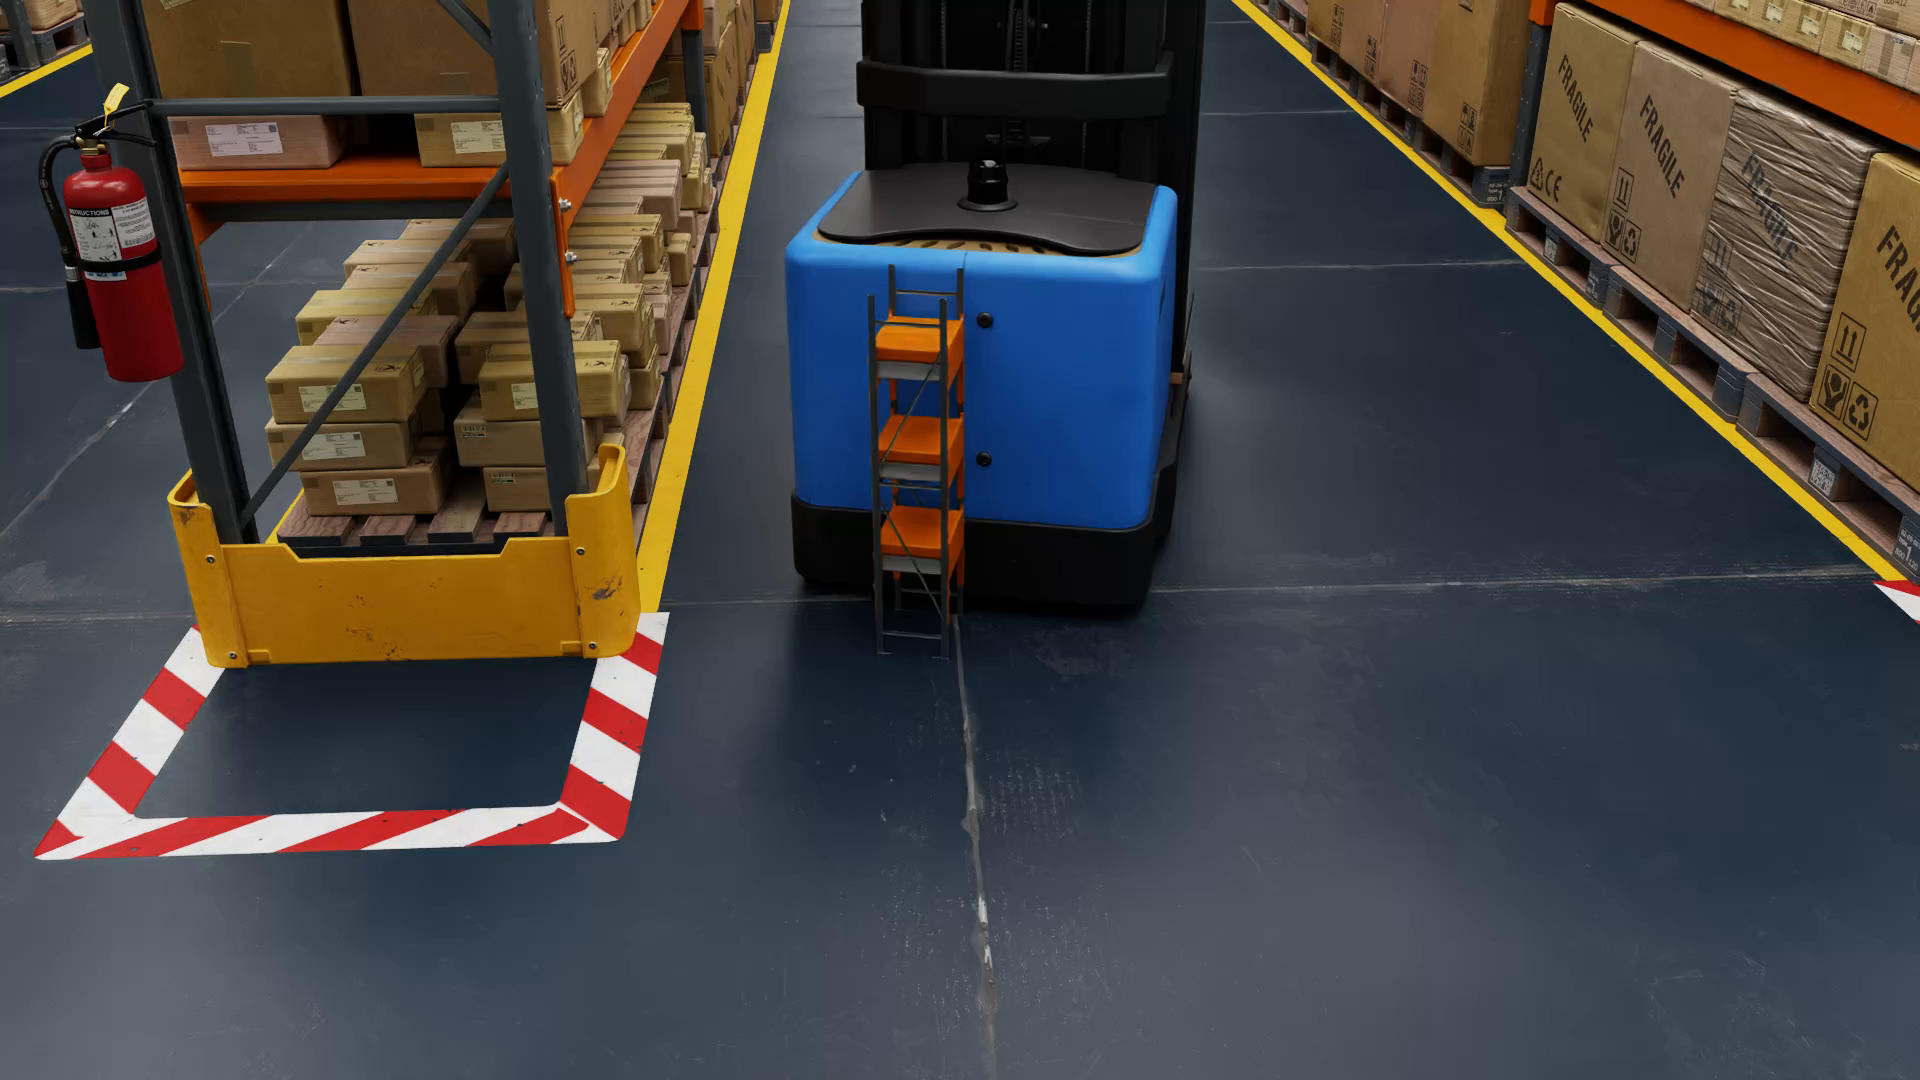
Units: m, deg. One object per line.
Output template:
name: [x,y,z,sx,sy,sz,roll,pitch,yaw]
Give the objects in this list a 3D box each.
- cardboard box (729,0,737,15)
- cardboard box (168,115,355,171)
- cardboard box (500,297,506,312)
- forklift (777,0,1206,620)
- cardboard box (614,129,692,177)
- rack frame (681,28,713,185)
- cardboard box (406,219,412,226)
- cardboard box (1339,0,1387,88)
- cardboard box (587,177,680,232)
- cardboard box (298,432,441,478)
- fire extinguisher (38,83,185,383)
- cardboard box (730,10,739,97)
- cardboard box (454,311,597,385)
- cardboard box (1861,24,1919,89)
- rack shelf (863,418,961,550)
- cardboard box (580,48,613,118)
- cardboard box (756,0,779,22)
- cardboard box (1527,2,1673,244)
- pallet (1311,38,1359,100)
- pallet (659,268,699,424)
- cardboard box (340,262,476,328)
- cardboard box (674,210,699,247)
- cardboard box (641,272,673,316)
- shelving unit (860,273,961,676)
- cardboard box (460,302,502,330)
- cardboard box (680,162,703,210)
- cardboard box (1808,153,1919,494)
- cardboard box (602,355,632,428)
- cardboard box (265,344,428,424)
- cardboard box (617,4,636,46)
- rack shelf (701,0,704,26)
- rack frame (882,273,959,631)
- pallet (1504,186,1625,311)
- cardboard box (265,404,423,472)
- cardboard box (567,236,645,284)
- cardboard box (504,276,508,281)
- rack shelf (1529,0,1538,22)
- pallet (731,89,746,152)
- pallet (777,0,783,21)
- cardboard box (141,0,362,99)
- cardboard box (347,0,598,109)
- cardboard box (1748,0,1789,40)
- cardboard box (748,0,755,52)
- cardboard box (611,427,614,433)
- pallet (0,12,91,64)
cardboard box: [-1.546,-3.121,9.428,0.500,0.250,0.500,0,28,-1]
cardboard box: [-1.809,-1.066,4.323,0.380,0.149,0.250,-1,28,-3]
cardboard box: [-1.884,-0.791,6.152,0.380,0.149,0.250,-1,28,-2]
forklift: [0.259,-1.736,5.409,1.130,2.935,3.031,5,28,9]
cardboard box: [-1.367,-1.677,7.208,0.380,0.149,0.250,-2,28,-3]
rack frame: [-1.718,-2.881,7.531,1.000,3.000,0.127,-1,28,-3]
cardboard box: [-1.851,-1.181,6.256,0.380,0.149,0.250,-1,28,-2]
cardboard box: [3.085,-3.315,10.205,1.225,0.875,0.875,-1,28,-2]
cardboard box: [-1.298,-1.309,6.501,0.380,0.149,0.250,-2,28,-4]
cardboard box: [-1.860,-0.311,5.231,0.380,0.149,0.250,-1,28,-1]
fire extinguisher: [-1.957,-0.707,3.849,0.296,0.674,0.183,-1,28,-3]
cardboard box: [-1.562,-2.793,9.610,0.500,0.500,0.500,-1,28,-2]
cardboard box: [-1.332,-0.595,5.132,0.380,0.149,0.250,-1,28,-2]
cardboard box: [3.062,-1.504,5.162,0.380,0.149,0.250,-1,28,-2]
rack shelf: [-0.124,-0.151,4.428,0.215,0.259,0.240,5,28,9]
cardboard box: [-1.214,-1.322,4.813,0.380,0.149,0.250,-2,28,-4]
cardboard box: [-1.869,-4.201,12.039,1.050,0.750,0.750,-2,28,-3]
cardboard box: [3.195,-1.892,7.477,0.875,0.875,0.875,-1,28,-3]
pallet: [2.997,-3.199,11.156,1.003,0.211,1.213,-1,28,-3]
pallet: [-1.581,-0.771,6.500,1.003,0.211,1.213,-1,28,-3]
cardboard box: [-1.837,-0.813,5.551,0.380,0.149,0.250,-2,28,-5]
cardboard box: [-1.349,-1.388,7.296,0.380,0.149,0.250,-2,28,-4]
cardboard box: [-1.311,-0.920,6.399,0.380,0.149,0.250,-1,28,-3]
shelving unit: [-0.124,-0.161,4.423,0.215,1.050,0.252,5,28,9]
cardboard box: [-1.762,-0.691,5.639,0.380,0.149,0.250,-2,28,-3]
cardboard box: [-1.326,-1.550,7.284,0.380,0.149,0.250,-2,28,-4]
cardboard box: [3.336,-0.645,5.086,0.875,0.875,0.875,-1,28,-3]
cardboard box: [-1.238,-0.464,5.203,0.380,0.149,0.250,-2,28,-3]
cardboard box: [-1.790,-0.458,4.871,0.380,0.149,0.250,-1,28,-2]
cardboard box: [-1.332,-1.799,5.728,0.380,0.149,0.250,0,28,-1]
rack shelf: [-1.823,-3.486,9.468,1.077,0.370,4.000,-1,28,-3]
rack frame: [-0.102,-0.216,4.529,0.200,1.050,0.008,5,28,9]
pallet: [3.202,-1.365,7.639,1.003,0.211,1.213,-1,28,-3]
cardboard box: [-1.822,-0.325,4.936,0.380,0.149,0.250,-2,28,-4]
cardboard box: [-1.318,-0.955,5.822,0.380,0.149,0.250,0,28,-1]
cardboard box: [-1.928,-1.049,6.325,0.380,0.149,0.250,-1,28,-2]
rack shelf: [3.136,-3.559,9.608,1.077,0.370,4.000,-1,28,-3]
pallet: [-1.827,-2.569,9.948,1.003,0.211,1.213,-1,28,-3]
pallet: [-1.954,-4.420,13.496,1.003,0.211,1.213,-1,28,-3]
cardboard box: [-1.790,-1.412,4.283,0.500,0.500,0.500,-1,28,-2]
cardboard box: [-1.257,-1.424,4.307,0.500,0.500,0.500,0,28,0]
cardboard box: [3.022,-1.858,5.841,0.380,0.149,0.250,-1,28,-2]
cardboard box: [-1.632,-3.509,10.983,0.500,0.500,0.500,-2,28,-3]
cardboard box: [-1.333,-0.439,5.477,0.380,0.149,0.250,-1,28,-2]
pallet: [-6.905,-3.687,12.091,1.003,0.211,1.213,-1,28,-3]
